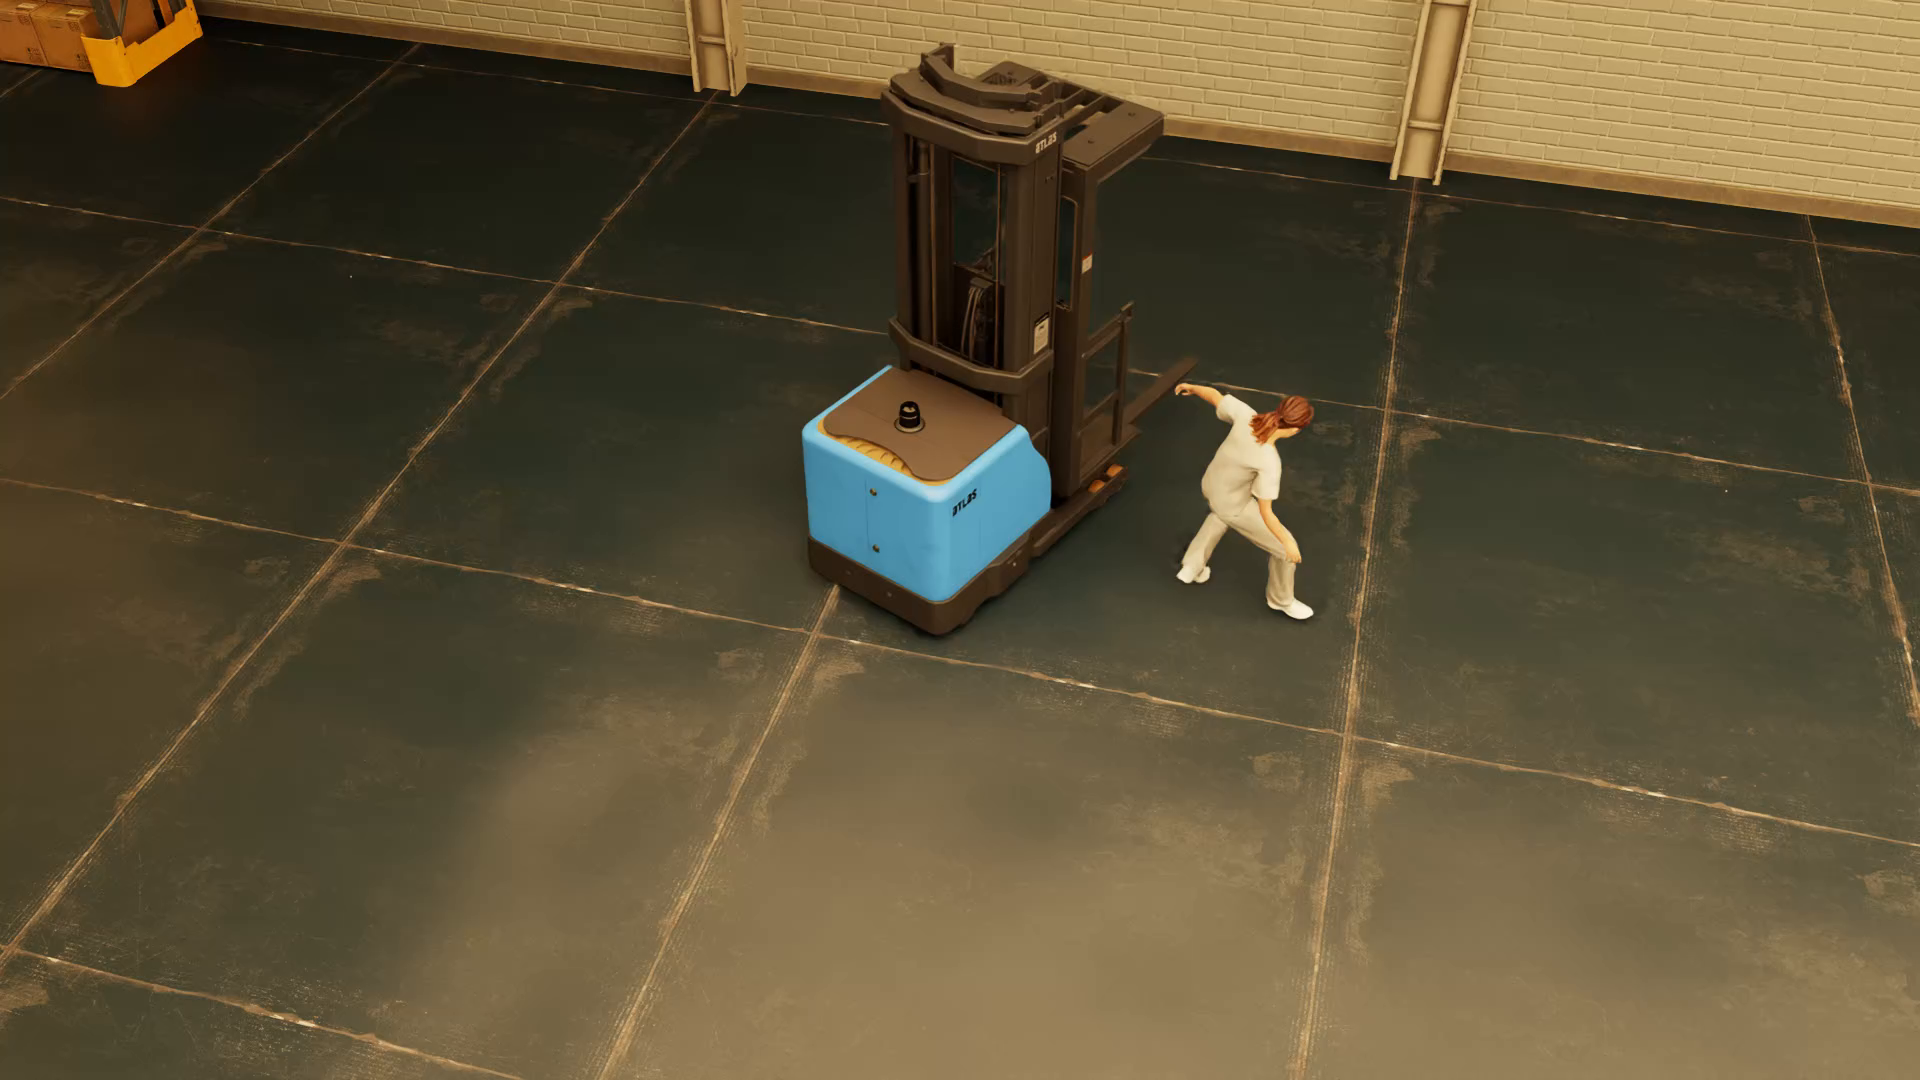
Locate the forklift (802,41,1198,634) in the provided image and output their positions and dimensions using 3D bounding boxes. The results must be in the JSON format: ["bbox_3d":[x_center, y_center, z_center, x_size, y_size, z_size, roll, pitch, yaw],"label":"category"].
[{"bbox_3d":[0.406,-1.490,9.561,1.130,2.935,3.031,27,48,27],"label":"forklift"}]

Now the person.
[{"bbox_3d":[1.563,-0.290,9.317,0.705,1.450,1.063,-10,42,-12],"label":"person"}]
